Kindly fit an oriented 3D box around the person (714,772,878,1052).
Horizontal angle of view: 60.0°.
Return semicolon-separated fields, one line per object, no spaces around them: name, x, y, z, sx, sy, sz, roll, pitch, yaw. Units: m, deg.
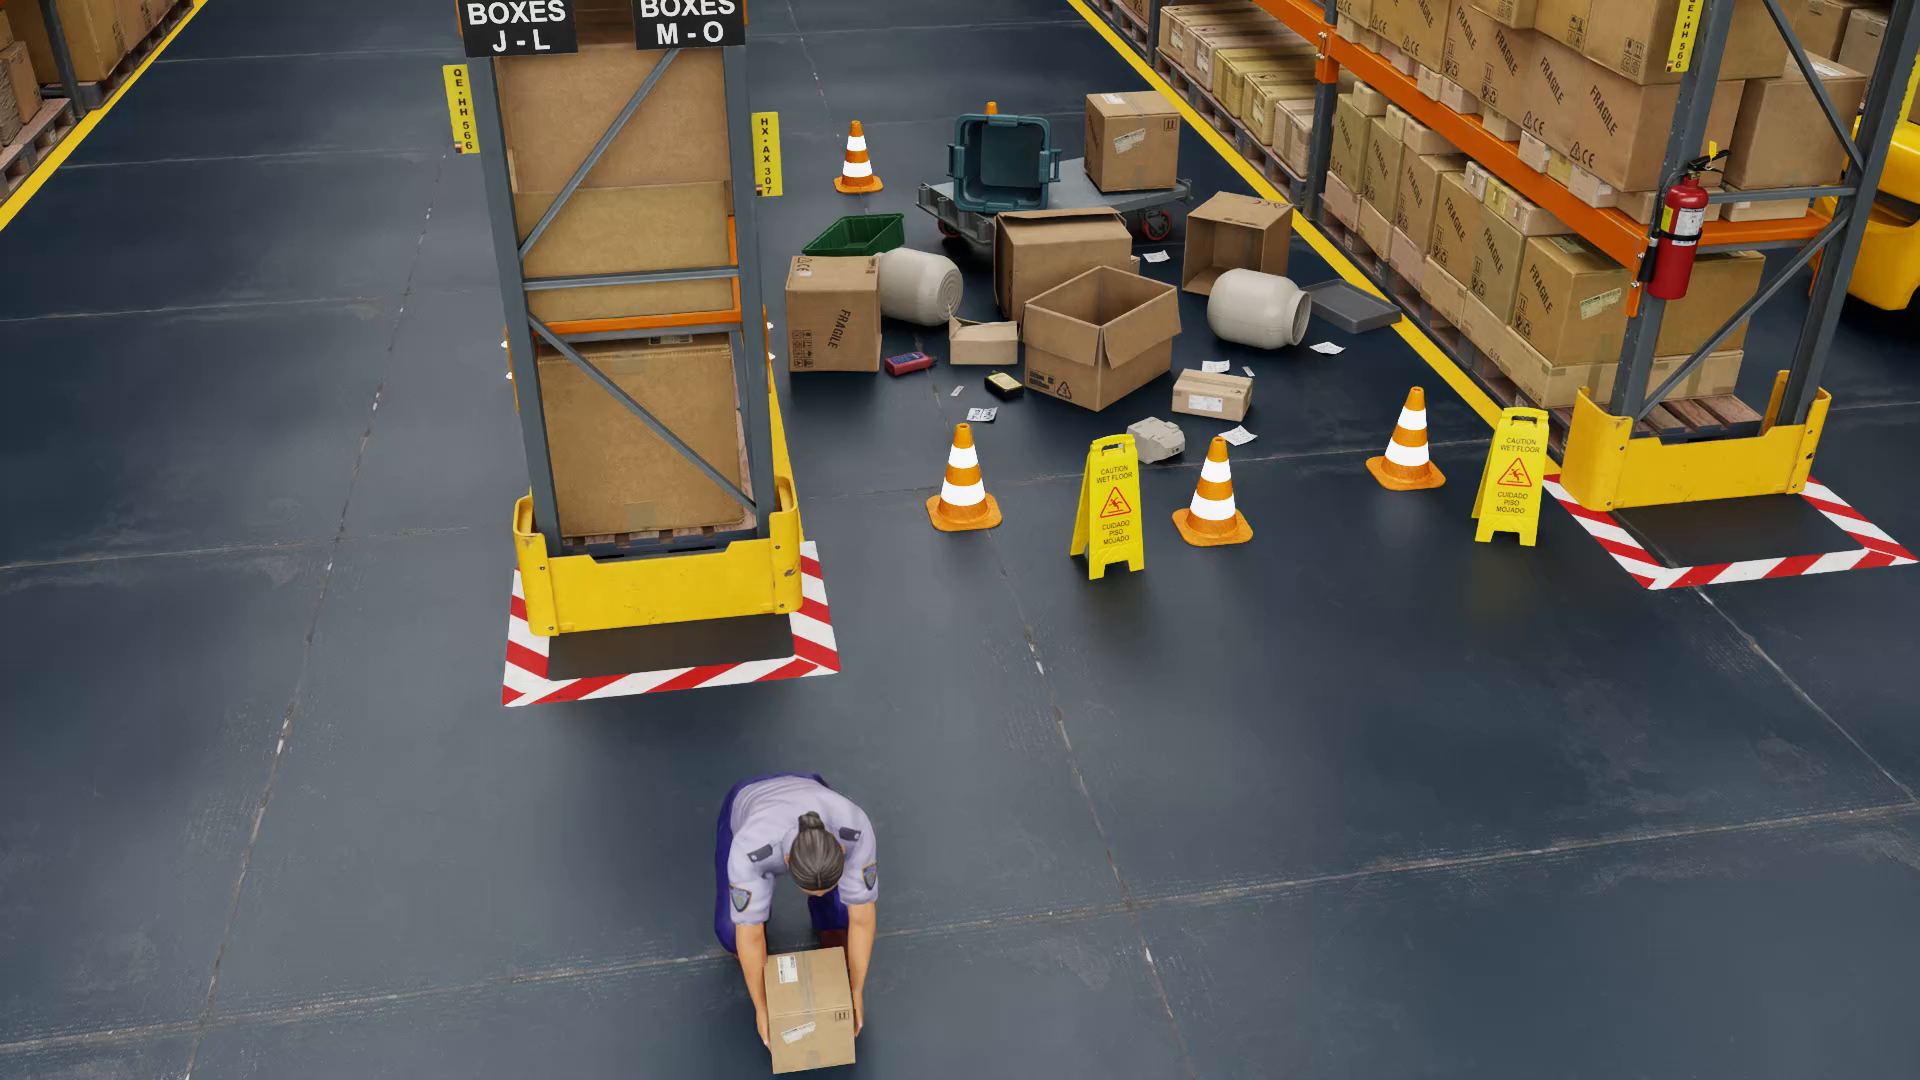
person;-0.531;1.038;5.246;0.515;0.803;0.823;-5;31;-9
